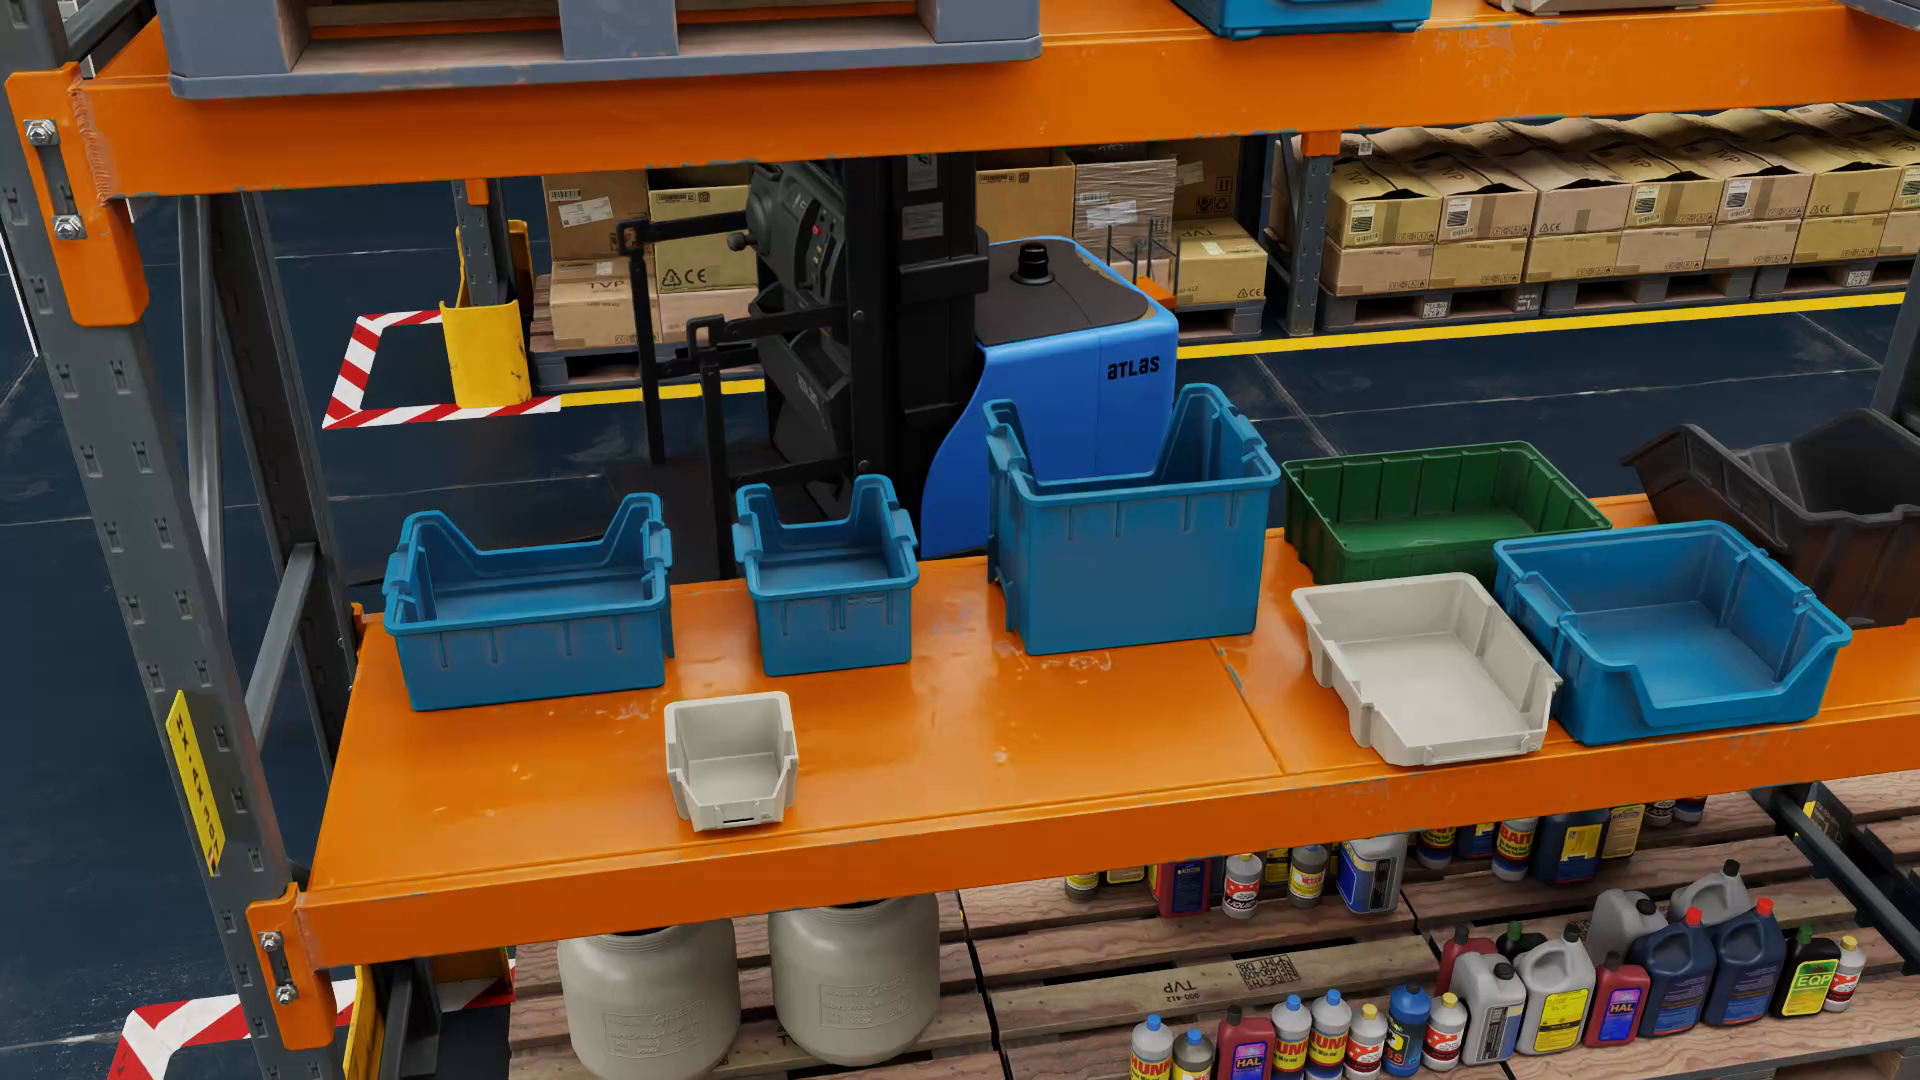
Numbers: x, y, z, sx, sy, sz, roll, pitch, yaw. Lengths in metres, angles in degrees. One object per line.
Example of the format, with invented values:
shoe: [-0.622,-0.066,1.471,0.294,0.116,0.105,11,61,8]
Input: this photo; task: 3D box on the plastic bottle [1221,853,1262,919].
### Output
plastic bottle: [0.771,0.927,4.541,0.097,0.201,0.097,0,30,0]

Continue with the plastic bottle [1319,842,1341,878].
plastic bottle: [1.075,0.768,4.664,0.185,0.351,0.144,-6,31,-9]

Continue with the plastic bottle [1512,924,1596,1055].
plastic bottle: [1.460,1.095,4.108,0.185,0.351,0.144,-5,31,-9]

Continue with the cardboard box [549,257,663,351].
cardboard box: [-1.708,-1.146,8.037,0.500,0.250,0.500,-5,31,-9]

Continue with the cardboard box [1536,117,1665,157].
cardboard box: [3.503,-2.133,9.164,0.500,0.311,0.500,-6,31,-10]

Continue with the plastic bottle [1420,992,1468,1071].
plastic bottle: [1.188,1.196,4.083,0.097,0.201,0.097,0,30,0]

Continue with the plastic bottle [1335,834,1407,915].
plastic bottle: [1.127,0.872,4.561,0.135,0.276,0.152,-5,31,-9]

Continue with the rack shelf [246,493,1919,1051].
rack shelf: [0.581,0.386,3.845,4.000,0.370,1.077,-5,31,-9]

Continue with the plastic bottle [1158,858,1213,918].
plastic bottle: [0.614,0.897,4.511,0.133,0.283,0.061,-5,31,-9]

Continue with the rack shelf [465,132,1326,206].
rack shelf: [-0.308,-2.084,8.045,4.000,0.370,1.077,-5,31,-9]

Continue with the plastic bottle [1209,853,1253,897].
plastic bottle: [0.730,0.834,4.625,0.135,0.276,0.152,-6,31,-10]

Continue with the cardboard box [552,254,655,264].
cardboard box: [-1.801,-1.404,8.477,0.500,0.250,0.500,-5,31,-9]

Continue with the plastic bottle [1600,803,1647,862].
plastic bottle: [1.862,0.781,4.708,0.133,0.283,0.061,-5,31,-9]

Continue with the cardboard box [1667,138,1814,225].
cardboard box: [4.116,-1.914,8.790,0.500,0.311,0.500,-5,31,-9]

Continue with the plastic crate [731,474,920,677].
plastic crate: [-0.308,0.071,3.817,0.408,0.251,0.499,-5,31,-9]

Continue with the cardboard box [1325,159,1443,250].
cardboard box: [2.111,-1.728,8.475,0.500,0.311,0.500,-5,31,-9]

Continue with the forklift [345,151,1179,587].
forklift: [-0.755,-1.078,5.691,3.031,2.935,1.130,-12,33,-20]

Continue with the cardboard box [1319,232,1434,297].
cardboard box: [2.101,-1.486,8.616,0.500,0.250,0.500,-6,31,-10]

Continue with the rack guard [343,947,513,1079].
rack guard: [-1.320,1.305,4.037,0.348,0.500,1.175,-5,31,-9]

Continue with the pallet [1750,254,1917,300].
pallet: [4.777,-1.684,9.406,1.213,0.211,1.003,-5,31,-9]

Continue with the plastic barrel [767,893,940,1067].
plastic barrel: [-0.260,1.006,4.121,0.421,0.512,0.421,0,30,0]

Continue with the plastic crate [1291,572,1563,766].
plastic crate: [0.996,0.281,3.573,0.437,0.136,0.530,-5,31,-9]

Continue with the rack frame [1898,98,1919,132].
rack frame: [5.594,-2.942,8.794,0.127,3.000,1.000,-5,31,-9]

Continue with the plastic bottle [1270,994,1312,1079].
plastic bottle: [0.790,1.203,4.002,0.097,0.271,0.097,0,30,0]

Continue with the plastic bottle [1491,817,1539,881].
plastic bottle: [1.558,0.820,4.654,0.097,0.271,0.097,0,30,0]

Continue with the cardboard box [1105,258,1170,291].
cardboard box: [0.749,-1.381,8.437,0.500,0.250,0.500,-5,31,-9]

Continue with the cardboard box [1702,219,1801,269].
cardboard box: [4.119,-1.675,8.938,0.500,0.250,0.500,-5,31,-8]

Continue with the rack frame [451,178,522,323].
rack frame: [-2.275,-2.212,7.552,0.127,3.000,1.000,-5,31,-9]

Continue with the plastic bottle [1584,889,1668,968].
plastic bottle: [1.726,1.026,4.299,0.135,0.276,0.152,-5,31,-9]

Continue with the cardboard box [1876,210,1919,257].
cardboard box: [5.120,-1.768,9.096,0.500,0.250,0.500,-5,31,-8]

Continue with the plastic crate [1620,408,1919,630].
plastic crate: [2.010,-0.096,4.015,0.504,0.338,0.767,-5,31,-9]

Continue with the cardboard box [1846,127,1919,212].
cardboard box: [5.123,-2.009,8.953,0.500,0.311,0.500,-5,31,-8]

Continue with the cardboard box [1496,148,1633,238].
cardboard box: [3.113,-1.819,8.629,0.500,0.311,0.500,-6,31,-11]

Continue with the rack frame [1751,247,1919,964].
rack frame: [2.548,-0.107,3.973,0.127,3.000,1.000,-5,31,-9]

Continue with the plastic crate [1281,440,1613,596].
plastic crate: [1.162,-0.032,4.055,0.662,0.188,0.450,-5,31,-9]

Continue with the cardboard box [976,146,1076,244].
cardboard box: [0.258,-1.657,8.168,0.500,0.500,0.500,-5,31,-9]

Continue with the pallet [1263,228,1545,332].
pallet: [2.377,-1.462,9.028,1.213,0.211,1.003,-5,31,-9]

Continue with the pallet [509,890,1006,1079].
pallet: [-0.520,1.358,4.232,1.213,0.211,1.003,-5,31,-9]

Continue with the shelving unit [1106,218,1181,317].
shelving unit: [0.710,-0.674,6.712,0.189,1.200,0.258,-12,33,-20]

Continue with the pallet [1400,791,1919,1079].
pallet: [1.880,1.136,4.611,1.213,0.211,1.003,-5,31,-9]

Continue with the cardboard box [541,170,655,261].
cardboard box: [-1.801,-1.728,8.288,0.500,0.500,0.500,-5,31,-9]

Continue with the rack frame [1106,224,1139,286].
rack frame: [0.626,-0.656,6.681,0.006,1.200,0.240,-12,33,-20]

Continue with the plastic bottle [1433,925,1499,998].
plastic bottle: [1.280,1.084,4.194,0.133,0.283,0.061,-5,31,-9]

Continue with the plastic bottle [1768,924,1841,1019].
plastic bottle: [2.134,1.083,4.195,0.133,0.283,0.061,-4,31,-6]

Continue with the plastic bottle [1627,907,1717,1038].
plastic bottle: [1.778,1.065,4.158,0.185,0.351,0.144,-7,31,-11]

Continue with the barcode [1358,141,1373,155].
barcode: [1.985,-1.919,8.139,0.075,0.075,0.001,-5,31,-9]

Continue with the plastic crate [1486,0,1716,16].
plastic crate: [1.042,-0.938,2.687,0.396,0.136,0.243,-5,31,-9]

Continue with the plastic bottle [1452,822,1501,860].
plastic bottle: [1.494,0.729,4.730,0.185,0.351,0.144,-7,31,-11]

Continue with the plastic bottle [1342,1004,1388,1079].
plastic bottle: [0.986,1.215,4.051,0.097,0.201,0.097,0,30,0]

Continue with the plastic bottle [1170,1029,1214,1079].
plastic bottle: [0.555,1.255,3.983,0.097,0.201,0.097,0,30,0]

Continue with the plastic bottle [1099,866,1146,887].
plastic bottle: [0.453,0.833,4.619,0.133,0.283,0.061,-5,31,-8]

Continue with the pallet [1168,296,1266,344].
pallet: [0.870,-1.323,8.792,1.213,0.211,1.003,-5,31,-9]

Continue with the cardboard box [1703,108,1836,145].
cardboard box: [4.511,-2.226,9.322,0.500,0.311,0.500,-6,31,-10]

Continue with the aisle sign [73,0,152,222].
aisle sign: [-1.511,-1.004,2.933,0.004,0.787,0.394,-5,31,-9]

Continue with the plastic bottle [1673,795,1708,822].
plastic bottle: [2.156,0.690,4.875,0.097,0.271,0.097,0,30,0]

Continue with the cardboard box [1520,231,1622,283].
cardboard box: [3.113,-1.581,8.777,0.500,0.250,0.500,-6,31,-10]

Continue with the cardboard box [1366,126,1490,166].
cardboard box: [2.517,-2.045,9.014,0.500,0.311,0.500,-4,31,-8]
